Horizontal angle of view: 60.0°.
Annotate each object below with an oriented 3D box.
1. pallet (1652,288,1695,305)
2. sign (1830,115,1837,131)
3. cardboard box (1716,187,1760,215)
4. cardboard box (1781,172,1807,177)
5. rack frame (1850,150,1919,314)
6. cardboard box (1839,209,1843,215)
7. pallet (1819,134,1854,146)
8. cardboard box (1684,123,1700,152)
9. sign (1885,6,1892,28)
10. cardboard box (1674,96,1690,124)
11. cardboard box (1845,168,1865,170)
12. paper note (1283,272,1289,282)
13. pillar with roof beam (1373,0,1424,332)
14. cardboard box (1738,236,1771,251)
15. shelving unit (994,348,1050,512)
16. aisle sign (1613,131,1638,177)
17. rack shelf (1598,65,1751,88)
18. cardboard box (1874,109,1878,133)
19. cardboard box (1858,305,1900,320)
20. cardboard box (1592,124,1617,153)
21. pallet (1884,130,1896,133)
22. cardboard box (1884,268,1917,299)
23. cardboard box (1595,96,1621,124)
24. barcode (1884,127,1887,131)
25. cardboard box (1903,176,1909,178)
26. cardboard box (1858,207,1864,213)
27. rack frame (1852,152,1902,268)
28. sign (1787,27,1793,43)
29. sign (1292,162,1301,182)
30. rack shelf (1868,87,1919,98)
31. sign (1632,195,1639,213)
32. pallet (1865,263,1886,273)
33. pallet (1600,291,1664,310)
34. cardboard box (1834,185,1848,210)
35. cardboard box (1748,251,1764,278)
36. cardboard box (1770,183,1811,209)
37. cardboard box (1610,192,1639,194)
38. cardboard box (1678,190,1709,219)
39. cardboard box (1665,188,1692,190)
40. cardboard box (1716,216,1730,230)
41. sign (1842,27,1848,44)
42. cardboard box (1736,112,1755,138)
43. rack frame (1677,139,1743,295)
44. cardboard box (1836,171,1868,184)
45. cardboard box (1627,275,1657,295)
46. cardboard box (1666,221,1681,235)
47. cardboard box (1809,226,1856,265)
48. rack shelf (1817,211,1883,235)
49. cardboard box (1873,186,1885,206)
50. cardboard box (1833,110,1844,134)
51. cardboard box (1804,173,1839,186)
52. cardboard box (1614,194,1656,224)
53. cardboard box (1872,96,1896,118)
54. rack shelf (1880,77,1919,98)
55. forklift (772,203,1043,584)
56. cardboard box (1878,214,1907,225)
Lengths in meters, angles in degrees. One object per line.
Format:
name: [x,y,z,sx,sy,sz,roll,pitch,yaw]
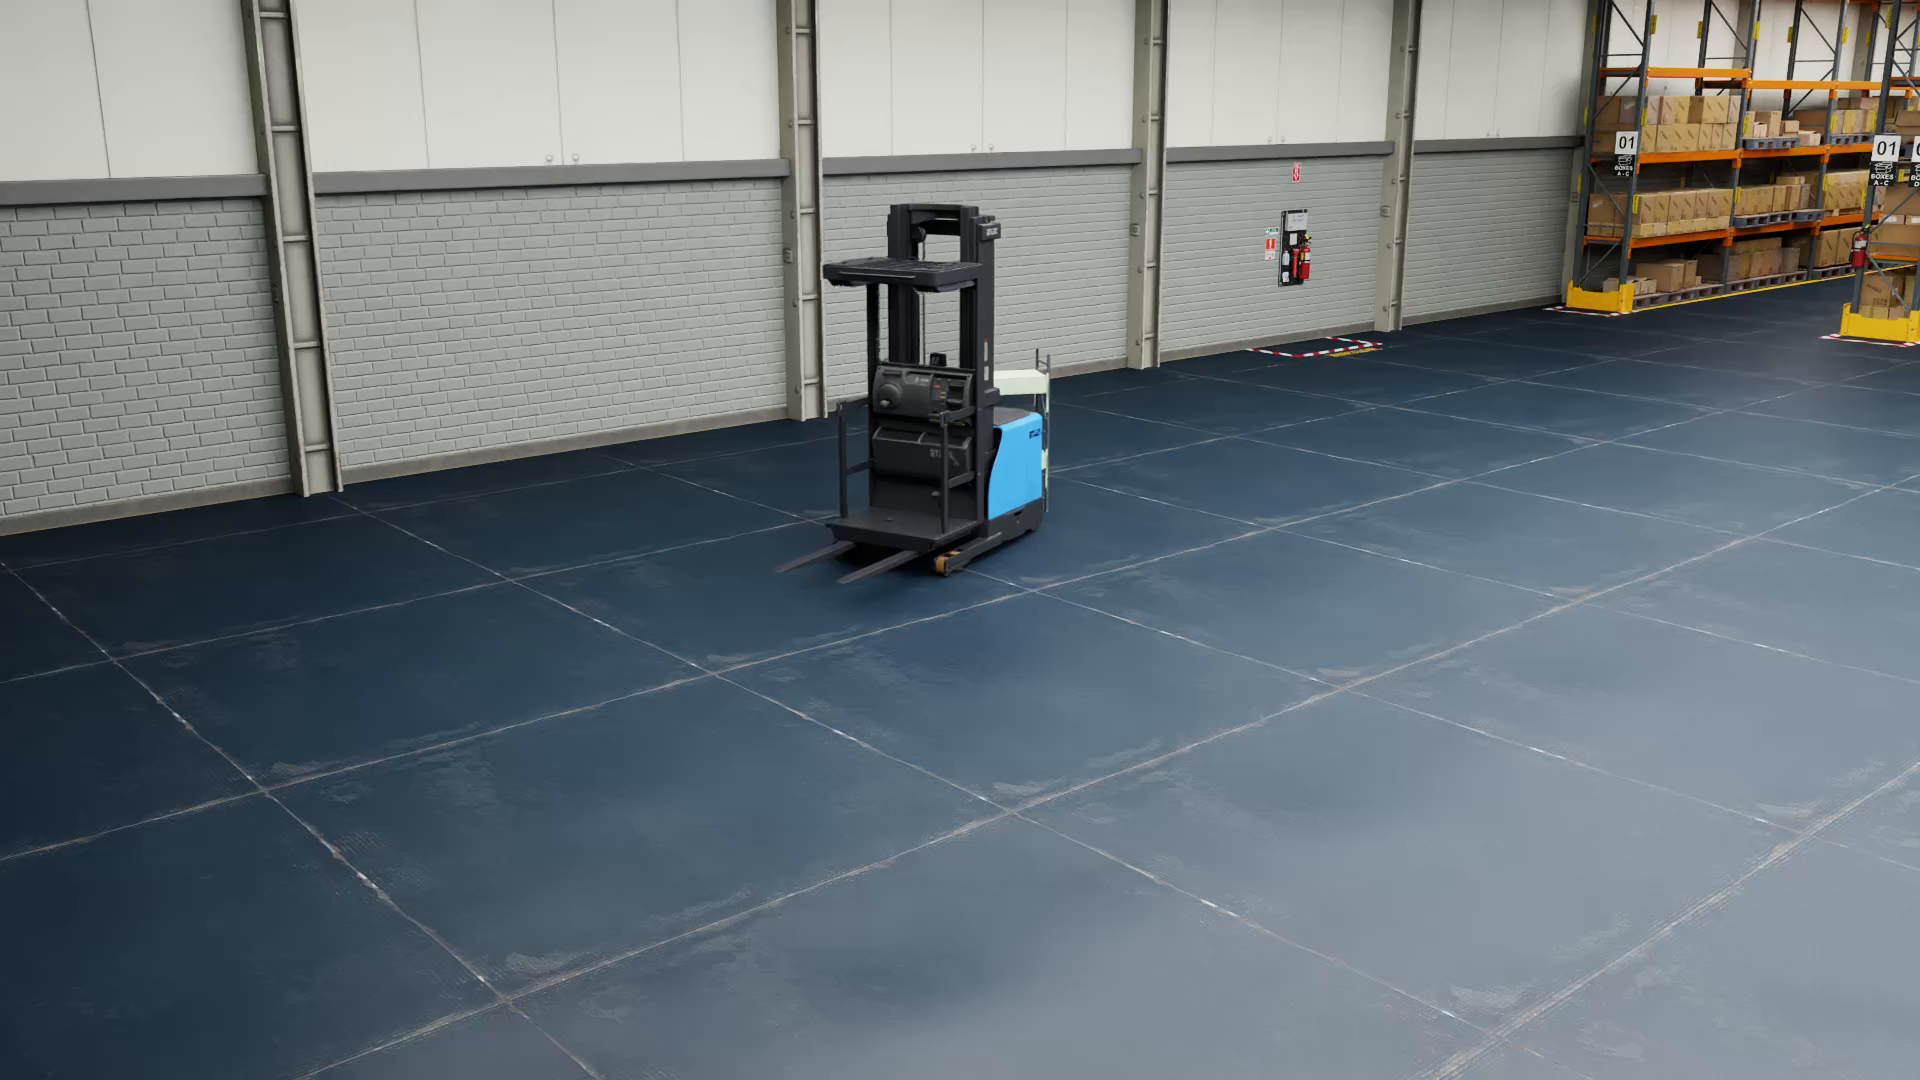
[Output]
pallet: [13.364,-4.715,31.992,1.213,0.211,1.003,-13,19,-39]
sign: [18.140,-8.661,34.548,0.005,0.325,0.100,-13,19,-39]
cardboard box: [15.601,-6.824,33.439,0.500,0.500,0.700,-10,18,-34]
cardboard box: [17.957,-7.759,35.724,0.500,0.250,0.500,-12,19,-38]
rack frame: [15.005,-4.749,26.716,0.127,3.000,1.000,-13,19,-39]
cardboard box: [18.937,-7.149,36.149,0.250,0.149,0.380,-12,19,-38]
pallet: [18.236,-8.545,35.482,1.003,0.211,1.213,-12,19,-37]
cardboard box: [13.375,-7.496,30.954,0.500,0.500,0.500,-11,19,-36]
sign: [14.660,-8.245,26.216,0.005,0.325,0.100,-13,19,-39]
cardboard box: [12.991,-7.885,30.475,0.500,0.500,0.500,-12,19,-38]
cardboard box: [20.285,-8.282,37.682,0.500,0.250,0.500,-12,19,-38]
paper note: [5.116,-4.130,26.106,0.142,0.148,0.016,-13,19,-39]
pillar with roof beam: [10.010,-7.044,23.682,0.400,9.000,9.100,-13,19,-39]
cardboard box: [16.421,-6.131,34.427,0.500,0.250,0.500,-13,20,-40]
shelving unit: [0.421,-1.015,15.645,0.755,1.500,0.431,-4,15,-14]
aisle sign: [11.893,-6.898,29.725,0.004,0.787,0.394,-13,19,-39]
rack shelf: [13.259,-8.601,30.912,4.000,0.370,1.077,-13,19,-39]
cardboard box: [20.067,-9.328,37.000,0.500,0.500,0.700,-14,20,-42]
cardboard box: [15.216,-3.772,27.573,0.500,0.250,0.500,-13,19,-39]
cardboard box: [11.899,-7.340,30.371,0.500,0.500,0.500,-11,18,-35]
pallet: [21.427,-9.288,38.071,1.213,0.211,1.003,-13,19,-39]
cardboard box: [15.959,-4.307,28.122,0.500,0.500,0.500,-13,19,-39]
cardboard box: [11.904,-7.827,30.257,0.500,0.500,0.500,-12,19,-37]
barcode: [14.916,-6.624,26.797,0.075,0.075,0.001,-13,19,-39]
cardboard box: [21.777,-8.102,38.687,0.700,0.700,0.980,-13,20,-41]
cardboard box: [19.747,-7.315,36.770,0.250,0.149,0.380,-13,20,-41]
rack frame: [20.803,-7.746,37.935,0.127,3.000,1.000,-13,19,-39]
sign: [17.418,-10.602,34.885,0.005,0.325,0.100,-13,19,-39]
sign: [5.224,-5.710,25.823,0.199,0.298,0.001,-13,19,-39]
rack shelf: [22.312,-10.442,38.574,4.000,0.370,1.077,-13,19,-39]
sign: [12.107,-6.025,29.817,0.005,0.325,0.100,-13,19,-39]
pallet: [20.270,-6.253,37.751,1.213,0.211,1.003,-13,19,-39]
pallet: [12.444,-4.509,31.222,1.213,0.211,1.003,-13,19,-39]
cardboard box: [18.721,-7.389,35.791,0.500,0.500,0.500,-12,19,-38]
cardboard box: [16.081,-5.699,34.264,0.500,0.500,0.700,-12,19,-39]
cardboard box: [17.437,-7.247,35.023,0.700,0.500,0.500,13,20,40]
cardboard box: [12.353,-6.217,31.010,0.500,0.500,0.500,-12,19,-39]
cardboard box: [13.855,-6.381,31.624,0.500,0.500,0.500,-13,20,-41]
cardboard box: [13.884,-6.564,32.310,0.500,0.500,0.500,-13,20,-40]
cardboard box: [14.610,-6.188,32.357,0.500,0.250,0.500,-13,19,-39]
sign: [18.149,-10.352,34.104,0.005,0.325,0.100,-13,19,-39]
cardboard box: [15.233,-8.168,32.696,0.500,0.500,0.500,-9,18,-32]
rack frame: [14.768,-6.390,32.861,0.127,3.000,1.000,-13,19,-39]
cardboard box: [19.458,-7.923,36.337,0.500,0.250,0.500,-13,20,-40]
cardboard box: [12.761,-4.823,31.349,0.500,0.311,0.500,-11,18,-35]
cardboard box: [13.098,-5.847,31.078,0.500,0.250,0.500,-13,20,-40]
cardboard box: [19.091,-6.478,36.543,0.750,0.750,0.750,-13,20,-40]
rack shelf: [19.294,-7.059,36.759,4.000,0.370,1.077,-13,19,-39]
cardboard box: [20.242,-7.732,37.074,0.500,0.500,0.500,-12,19,-39]
cardboard box: [18.479,-8.971,35.665,0.500,0.500,0.700,-14,20,-42]
cardboard box: [18.319,-7.664,35.366,0.500,0.250,0.500,-12,19,-38]
cardboard box: [12.308,-6.035,30.328,0.500,0.500,0.500,-13,19,-39]
cardboard box: [21.177,-9.900,38.016,0.500,0.500,0.500,-13,20,-40]
rack shelf: [16.514,-7.445,27.355,4.000,0.370,1.077,-13,19,-39]
forklift: [-0.422,-1.251,13.754,1.130,2.935,3.031,8,17,29]
cardboard box: [15.168,-5.213,27.001,0.250,0.149,0.380,-13,20,-40]
